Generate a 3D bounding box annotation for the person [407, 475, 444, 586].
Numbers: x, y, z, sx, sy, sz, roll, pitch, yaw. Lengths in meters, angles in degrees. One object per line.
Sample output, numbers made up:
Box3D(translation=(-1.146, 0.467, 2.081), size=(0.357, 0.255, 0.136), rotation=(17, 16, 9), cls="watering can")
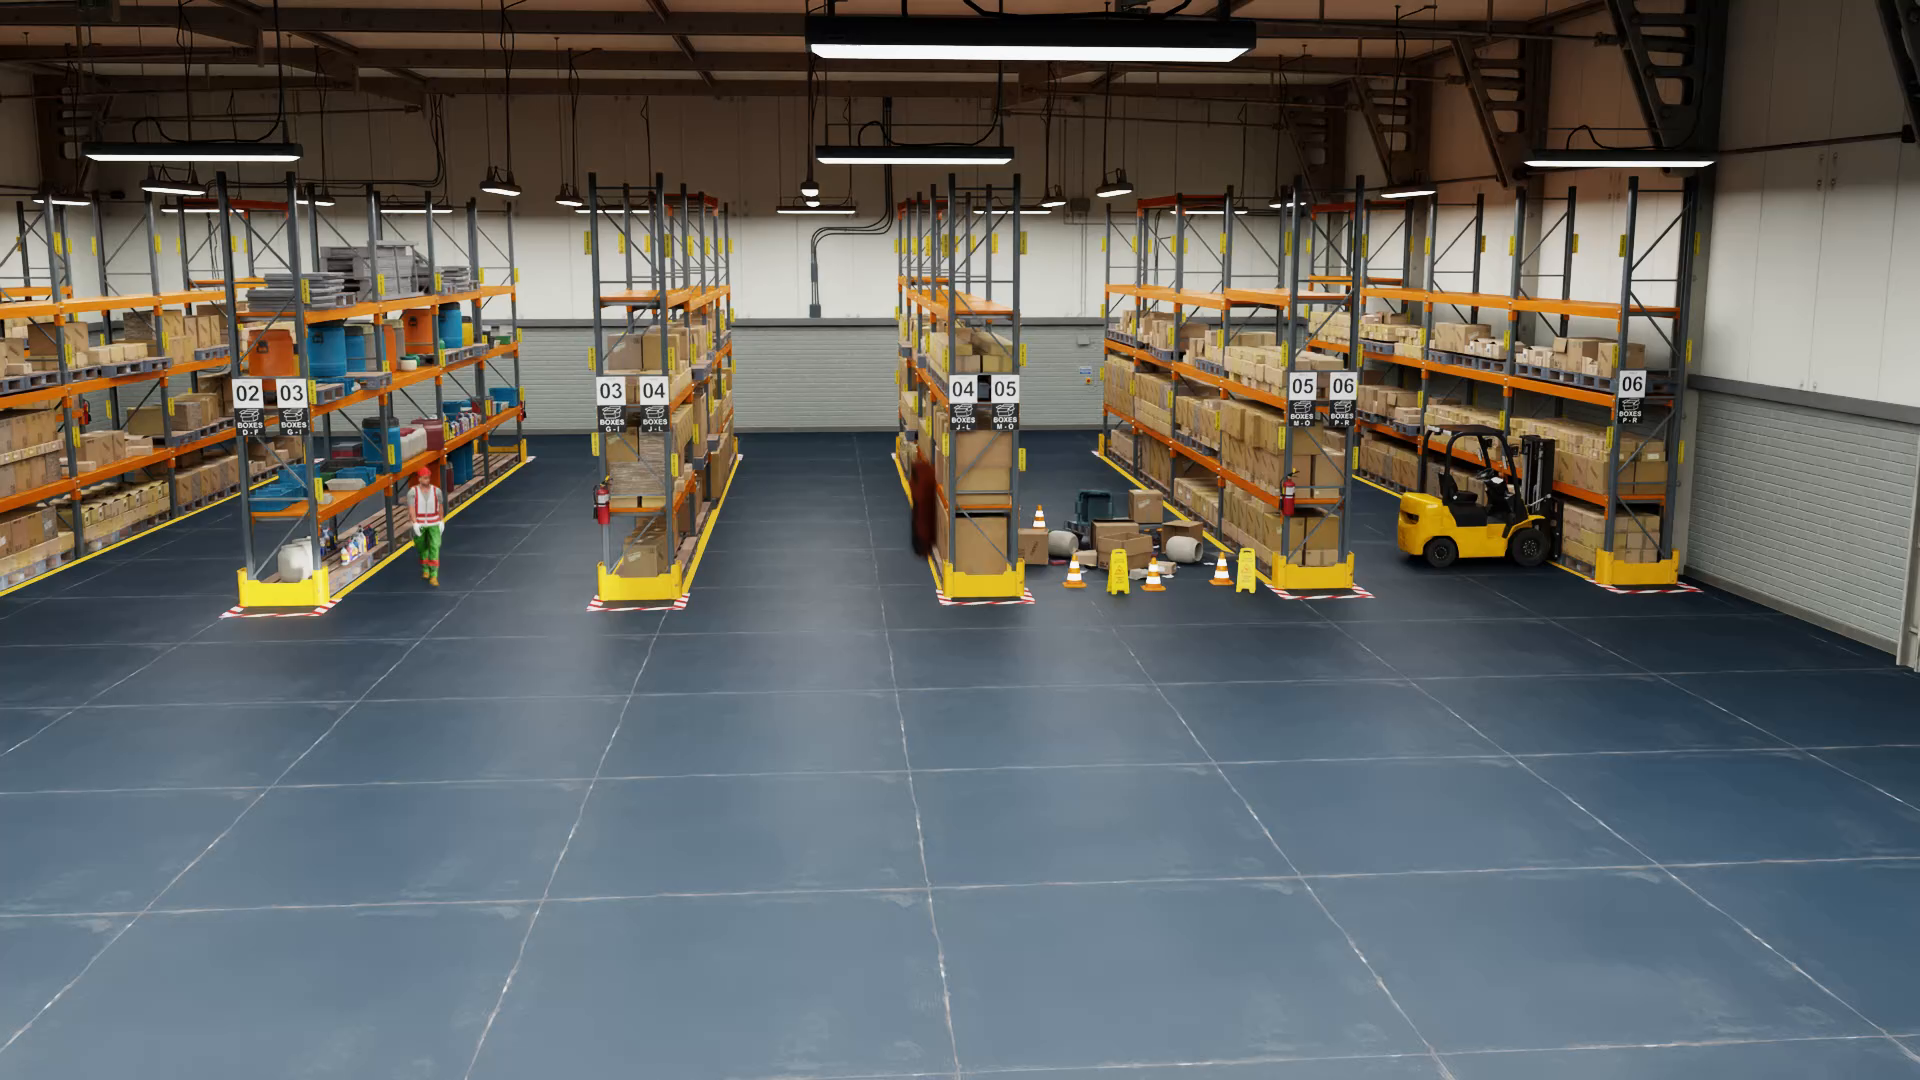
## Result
Box3D(translation=(-7.973, -0.201, 24.868), size=(0.522, 1.680, 0.989), rotation=(-4, 11, -20), cls="person")
